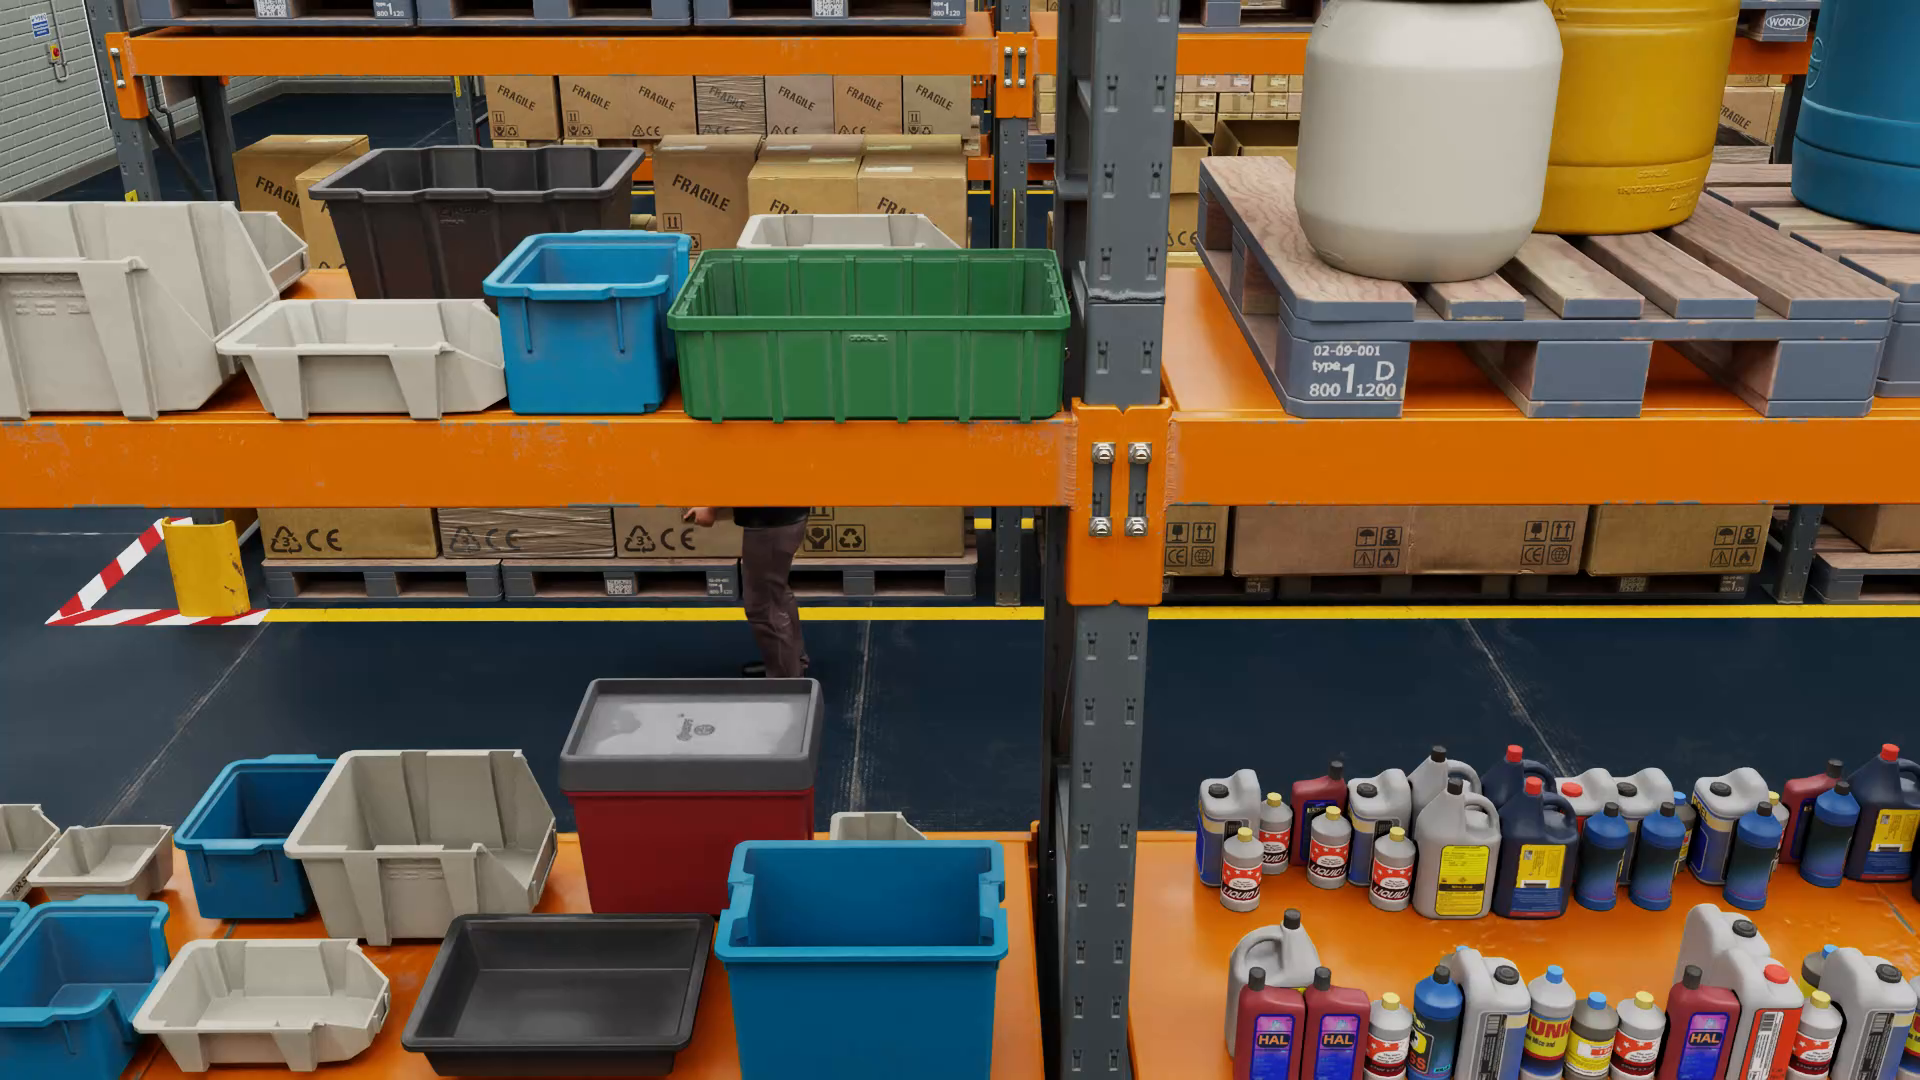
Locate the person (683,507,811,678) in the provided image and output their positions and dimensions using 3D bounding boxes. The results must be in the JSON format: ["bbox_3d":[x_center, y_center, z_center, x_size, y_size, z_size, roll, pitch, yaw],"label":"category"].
[{"bbox_3d":[-0.928,-0.083,7.330,0.539,1.711,0.494,0,24,1],"label":"person"}]
